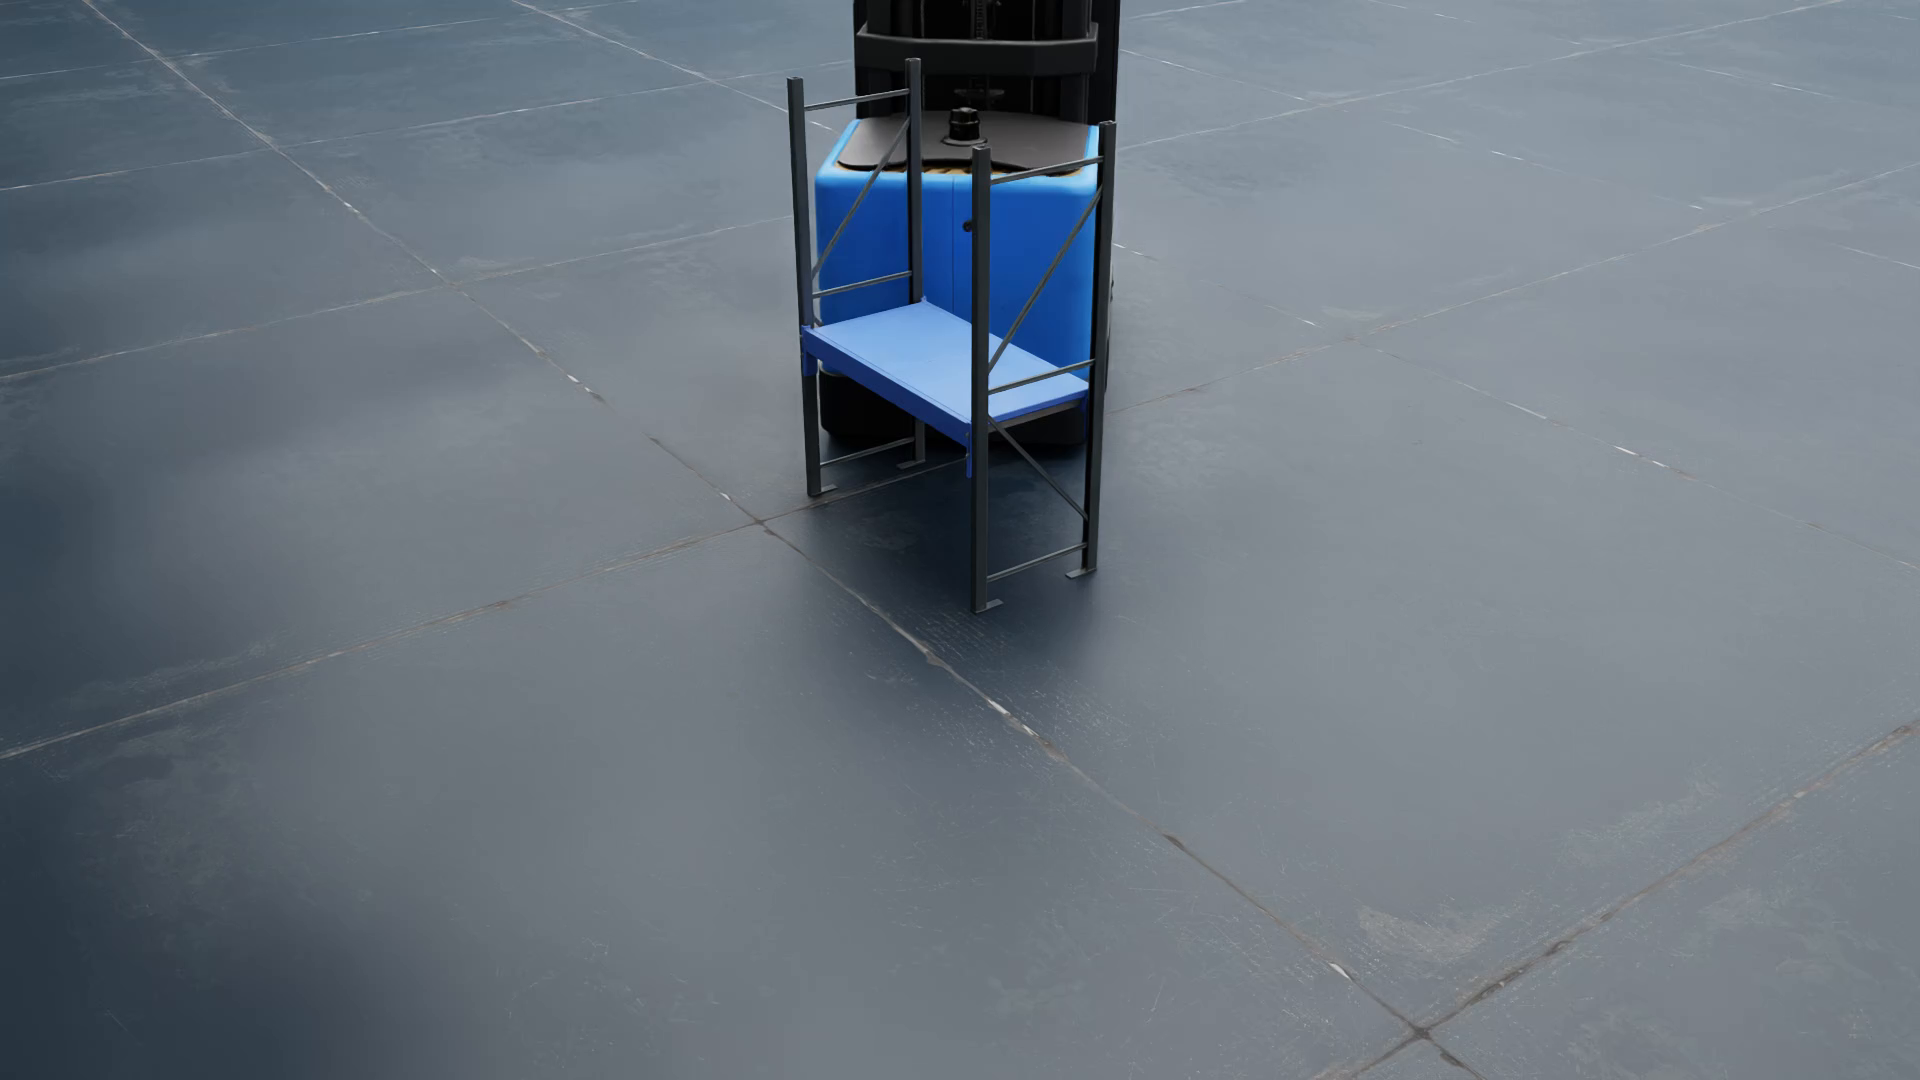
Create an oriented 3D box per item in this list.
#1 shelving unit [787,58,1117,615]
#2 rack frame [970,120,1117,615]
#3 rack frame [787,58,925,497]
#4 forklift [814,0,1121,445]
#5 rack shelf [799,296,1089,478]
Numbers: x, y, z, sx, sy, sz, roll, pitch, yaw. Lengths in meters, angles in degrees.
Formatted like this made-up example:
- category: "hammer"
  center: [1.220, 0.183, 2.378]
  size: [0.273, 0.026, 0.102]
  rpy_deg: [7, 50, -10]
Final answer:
- category: "shelving unit"
  center: [-0.049, -0.692, 5.453]
  size: [0.538, 1.500, 1.048]
  rpy_deg: [-19, 34, -31]
- category: "rack frame"
  center: [0.245, -0.495, 5.089]
  size: [0.500, 1.500, 0.032]
  rpy_deg: [-19, 34, -31]
- category: "rack frame"
  center: [-0.344, -0.890, 5.817]
  size: [0.500, 1.500, 0.032]
  rpy_deg: [-19, 34, -31]
- category: "forklift"
  center: [0.135, -2.323, 6.956]
  size: [1.130, 2.935, 3.031]
  rpy_deg: [3, 29, 5]
- category: "rack shelf"
  center: [-0.049, -0.534, 5.539]
  size: [0.538, 0.185, 1.000]
  rpy_deg: [-19, 34, -31]
